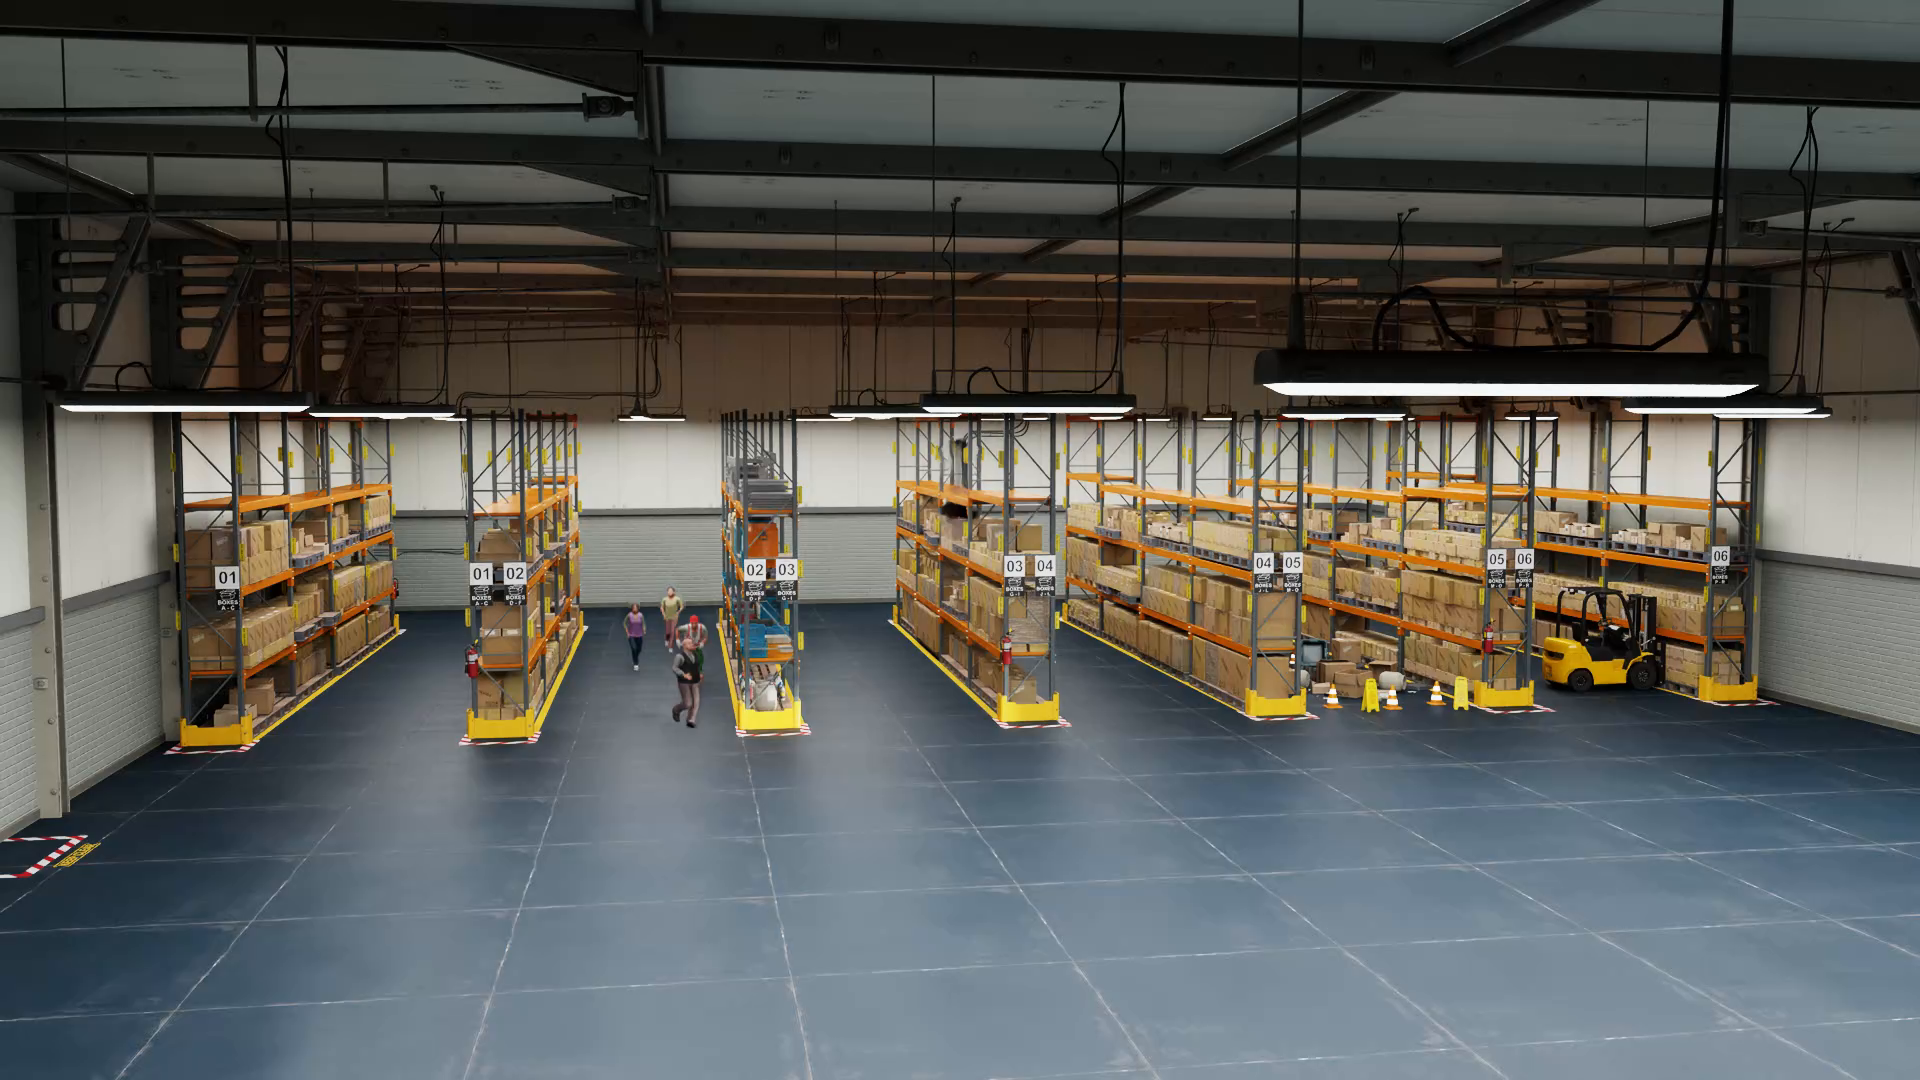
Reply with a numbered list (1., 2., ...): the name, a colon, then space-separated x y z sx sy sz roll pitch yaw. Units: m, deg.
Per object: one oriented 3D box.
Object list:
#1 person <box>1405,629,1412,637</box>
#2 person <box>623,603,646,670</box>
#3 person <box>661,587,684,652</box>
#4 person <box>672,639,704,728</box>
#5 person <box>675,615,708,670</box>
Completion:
1. person: 11.575 1.930 42.070 0.645 1.791 0.802 -1 4 -15
2. person: -7.625 2.243 38.920 0.525 1.561 0.681 -1 4 -20
3. person: -7.248 1.995 41.887 0.574 1.639 0.583 0 4 -6
4. person: -5.139 2.694 31.372 0.654 1.681 0.654 4 5 43
5. person: -5.841 2.408 36.225 0.694 1.591 0.826 -1 4 -13
